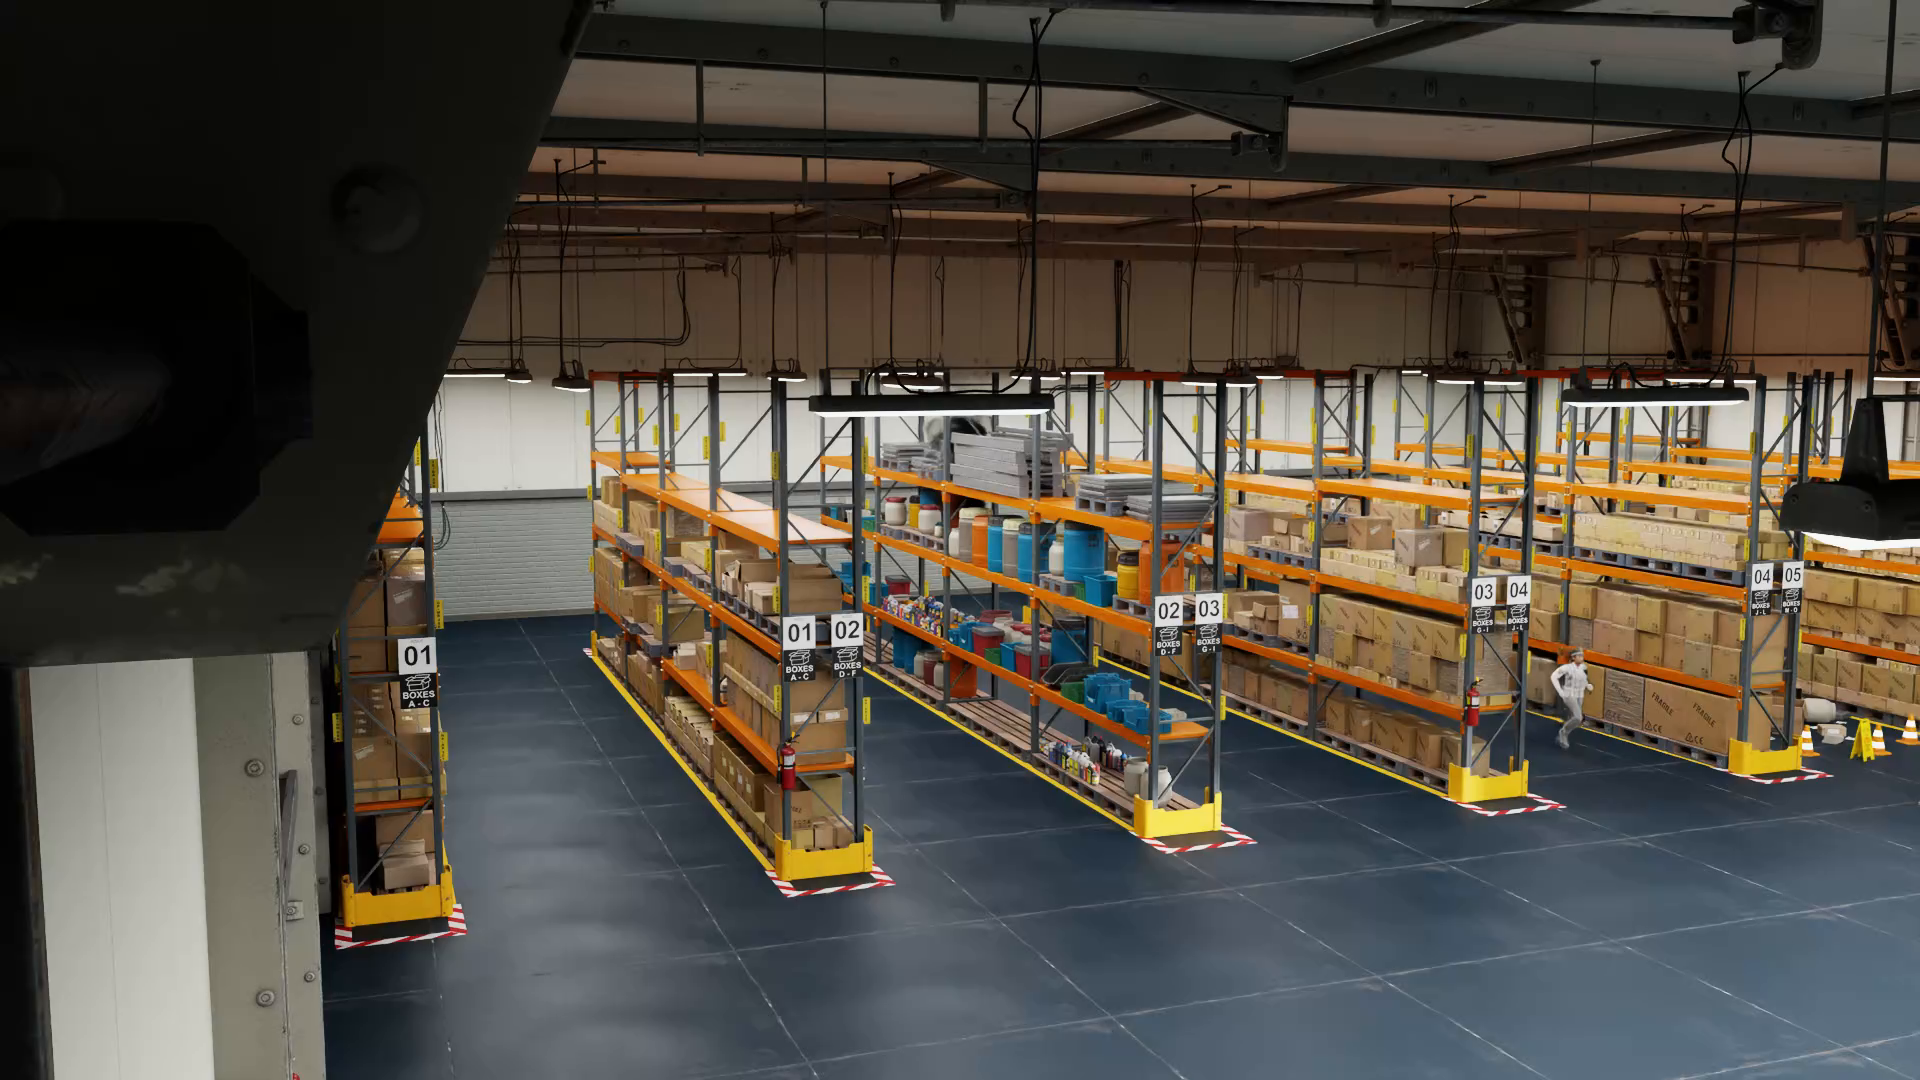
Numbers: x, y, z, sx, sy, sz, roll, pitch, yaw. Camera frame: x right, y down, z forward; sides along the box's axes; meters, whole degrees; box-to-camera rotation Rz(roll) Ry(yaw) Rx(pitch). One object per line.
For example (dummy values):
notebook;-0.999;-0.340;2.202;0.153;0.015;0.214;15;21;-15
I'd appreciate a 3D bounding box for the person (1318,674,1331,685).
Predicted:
person;6.843;1.995;31.199;0.684;1.818;0.713;-2;7;-20

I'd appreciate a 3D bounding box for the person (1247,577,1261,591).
person;7.262;0.874;41.632;0.865;1.580;0.541;-3;7;-23

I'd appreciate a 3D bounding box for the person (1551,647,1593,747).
person;9.845;2.528;26.657;0.612;1.651;0.622;-3;7;-26
